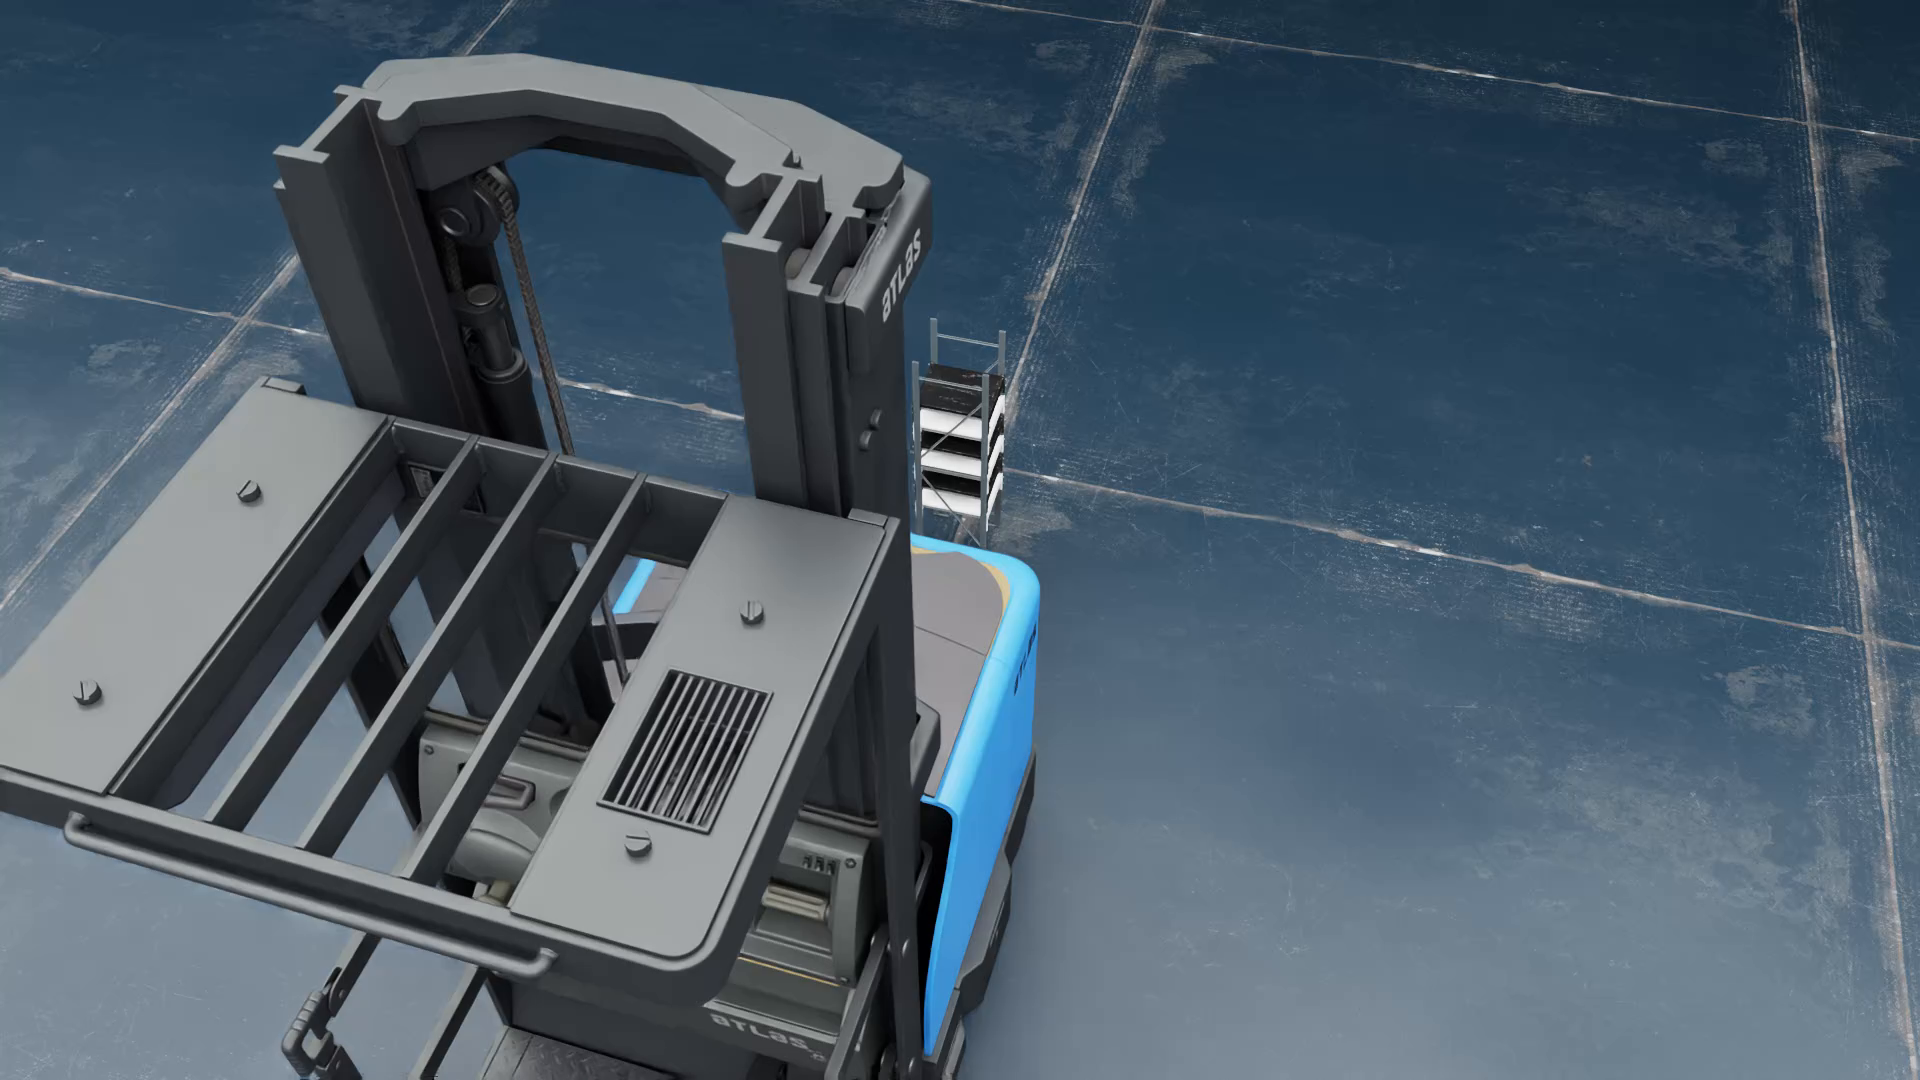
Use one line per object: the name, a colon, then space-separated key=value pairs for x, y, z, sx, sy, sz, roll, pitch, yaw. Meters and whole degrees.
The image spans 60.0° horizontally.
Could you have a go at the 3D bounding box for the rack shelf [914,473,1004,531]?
rack shelf: x=-0.002 y=-0.151 z=5.567 sx=0.258 sy=0.077 sz=0.200 roll=12 pitch=50 yaw=10

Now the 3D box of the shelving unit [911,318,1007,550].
shelving unit: x=-0.002 y=-0.292 z=5.407 sx=0.258 sy=0.900 sz=0.210 roll=12 pitch=50 yaw=10

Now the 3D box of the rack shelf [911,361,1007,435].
rack shelf: x=-0.002 y=-0.449 z=5.230 sx=0.258 sy=0.077 sz=0.200 roll=12 pitch=50 yaw=10

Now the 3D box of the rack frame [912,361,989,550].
rack frame: x=-0.029 y=-0.218 z=5.343 sx=0.240 sy=0.900 sz=0.006 roll=12 pitch=50 yaw=10

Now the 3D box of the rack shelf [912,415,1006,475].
rack shelf: x=-0.002 y=-0.329 z=5.365 sx=0.258 sy=0.077 sz=0.200 roll=12 pitch=50 yaw=10

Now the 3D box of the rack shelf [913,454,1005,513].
rack shelf: x=-0.002 y=-0.210 z=5.500 sx=0.258 sy=0.077 sz=0.200 roll=12 pitch=50 yaw=10

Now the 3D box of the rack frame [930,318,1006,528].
rack frame: x=0.025 y=-0.365 z=5.472 sx=0.240 sy=0.900 sz=0.006 roll=12 pitch=50 yaw=10

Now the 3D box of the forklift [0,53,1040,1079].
forklift: x=-0.694 y=0.751 z=3.133 sx=1.130 sy=2.935 sz=3.031 roll=13 pitch=50 yaw=11

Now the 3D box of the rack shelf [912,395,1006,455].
rack shelf: x=-0.002 y=-0.389 z=5.297 sx=0.258 sy=0.077 sz=0.200 roll=12 pitch=50 yaw=10

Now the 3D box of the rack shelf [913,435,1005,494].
rack shelf: x=-0.002 y=-0.270 z=5.432 sx=0.258 sy=0.077 sz=0.200 roll=12 pitch=50 yaw=10
